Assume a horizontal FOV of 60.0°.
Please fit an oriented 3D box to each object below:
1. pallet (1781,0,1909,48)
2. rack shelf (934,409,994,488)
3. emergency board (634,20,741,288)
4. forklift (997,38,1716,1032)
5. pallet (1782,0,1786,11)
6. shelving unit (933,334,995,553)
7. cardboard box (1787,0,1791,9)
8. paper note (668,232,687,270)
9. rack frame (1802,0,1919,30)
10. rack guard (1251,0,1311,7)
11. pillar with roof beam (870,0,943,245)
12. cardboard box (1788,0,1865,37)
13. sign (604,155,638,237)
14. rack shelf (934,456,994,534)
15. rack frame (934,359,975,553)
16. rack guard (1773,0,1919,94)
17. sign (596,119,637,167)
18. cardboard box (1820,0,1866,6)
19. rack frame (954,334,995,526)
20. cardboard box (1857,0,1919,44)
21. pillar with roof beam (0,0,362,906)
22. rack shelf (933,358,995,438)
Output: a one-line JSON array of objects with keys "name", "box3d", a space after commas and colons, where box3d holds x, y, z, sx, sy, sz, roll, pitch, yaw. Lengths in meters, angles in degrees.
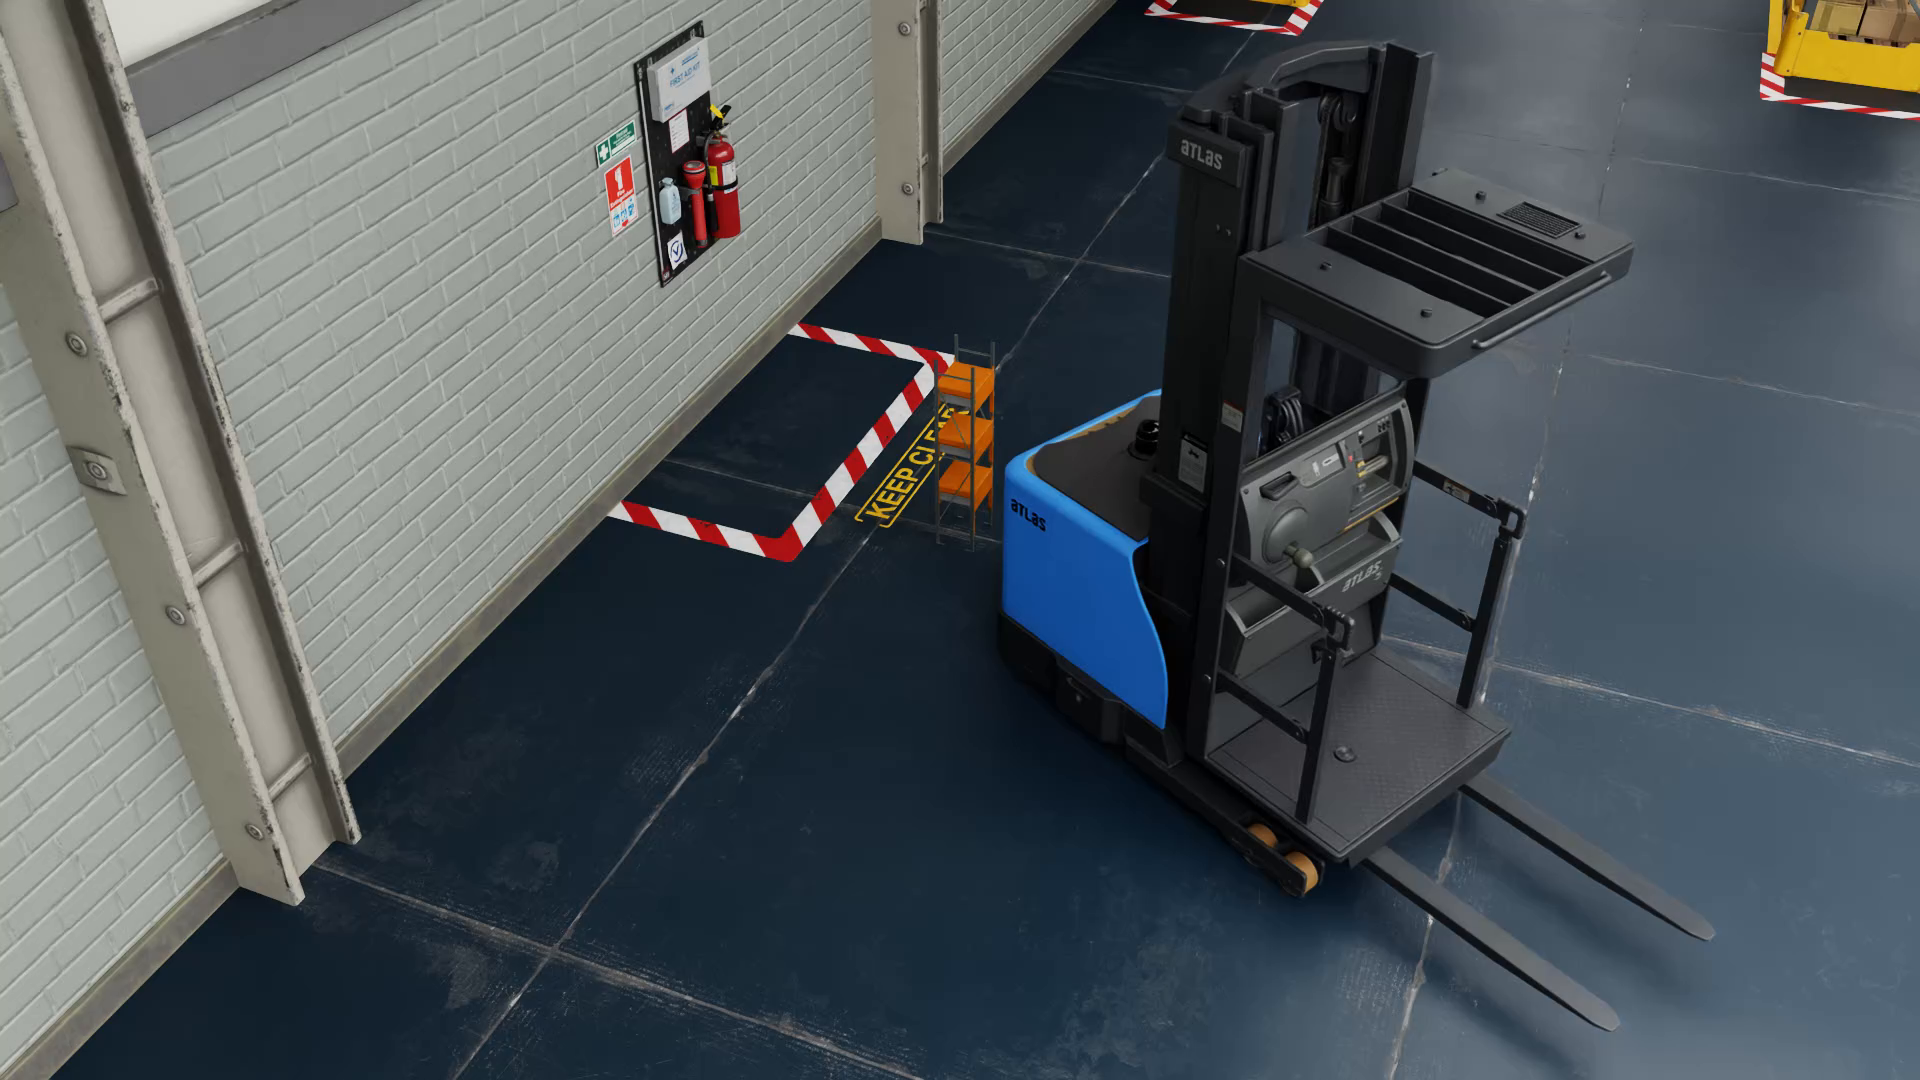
[{"name": "pallet", "box3d": [7.324, -4.191, 13.681, 1.003, 0.211, 1.213, 14, 39, 18]}, {"name": "rack shelf", "box3d": [0.020, -0.442, 7.982, 0.215, 0.259, 0.240, 14, 39, 18]}, {"name": "emergency board", "box3d": [-1.303, -1.904, 8.293, 0.194, 1.169, 0.643, 14, 39, 18]}, {"name": "forklift", "box3d": [1.498, -0.148, 6.000, 1.130, 2.935, 3.031, -27, 44, -31]}, {"name": "pallet", "box3d": [7.789, -4.864, 14.581, 1.003, 0.211, 1.213, 14, 39, 18]}, {"name": "shelving unit", "box3d": [0.020, -0.450, 7.975, 0.215, 1.050, 0.252, 14, 39, 18]}, {"name": "cardboard box", "box3d": [7.181, -4.586, 13.826, 0.500, 0.250, 0.500, 14, 39, 18]}, {"name": "paper note", "box3d": [-1.435, -1.469, 8.446, 0.016, 0.148, 0.142, 14, 39, 18]}, {"name": "rack frame", "box3d": [7.071, -4.875, 12.267, 1.000, 3.000, 0.127, 14, 39, 18]}, {"name": "rack guard", "box3d": [2.518, -5.042, 14.578, 1.175, 0.500, 0.348, 14, 39, 18]}, {"name": "pillar with roof beam", "box3d": [3.653, -4.686, 7.003, 9.100, 9.000, 0.400, 14, 39, 18]}, {"name": "cardboard box", "box3d": [7.002, -4.306, 13.451, 0.500, 0.250, 0.500, 14, 39, 18]}, {"name": "sign", "box3d": [-1.609, -1.636, 7.904, 0.001, 0.329, 0.234, 14, 39, 18]}, {"name": "rack shelf", "box3d": [0.020, -0.219, 8.148, 0.215, 0.259, 0.240, 14, 39, 18]}, {"name": "rack frame", "box3d": [-0.026, -0.383, 7.885, 0.200, 1.050, 0.008, 14, 39, 18]}, {"name": "rack guard", "box3d": [7.062, -3.860, 12.997, 1.175, 0.500, 0.348, 14, 39, 18]}, {"name": "sign", "box3d": [-1.599, -1.849, 7.746, 0.001, 0.109, 0.331, 14, 39, 18]}, {"name": "cardboard box", "box3d": [7.000, -4.607, 13.228, 0.500, 0.500, 0.500, 14, 39, 18]}, {"name": "rack frame", "box3d": [0.067, -0.518, 8.066, 0.200, 1.050, 0.008, 14, 39, 18]}, {"name": "cardboard box", "box3d": [7.481, -4.188, 13.294, 0.500, 0.250, 0.500, 14, 39, 18]}, {"name": "pillar with roof beam", "box3d": [1.370, -1.364, 2.559, 9.100, 9.000, 0.400, 14, 39, 18]}, {"name": "rack shelf", "box3d": [0.020, -0.669, 7.812, 0.215, 0.259, 0.240, 14, 39, 18]}]
